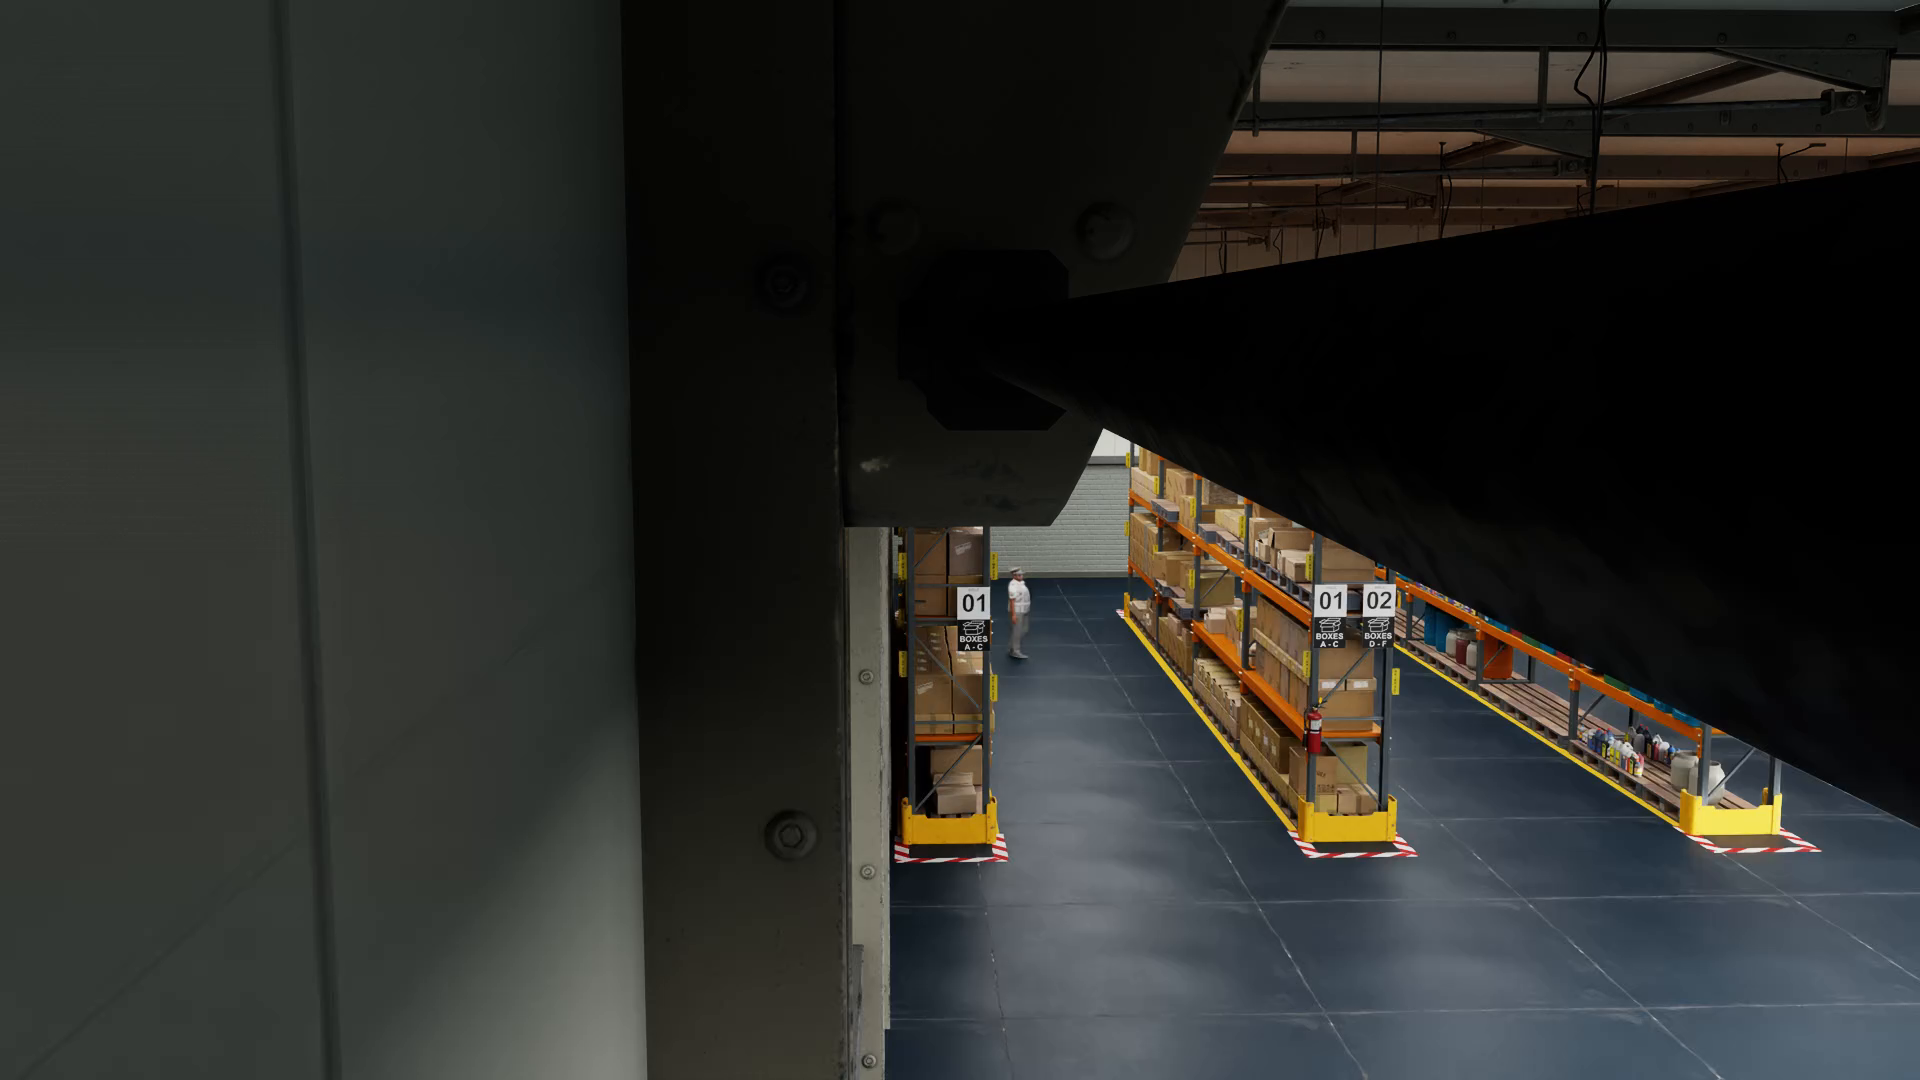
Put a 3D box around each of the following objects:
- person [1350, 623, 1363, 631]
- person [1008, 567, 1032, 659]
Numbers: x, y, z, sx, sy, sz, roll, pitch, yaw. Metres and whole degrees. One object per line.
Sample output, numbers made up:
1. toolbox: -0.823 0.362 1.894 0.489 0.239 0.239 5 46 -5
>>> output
1. person: 7.738 1.419 32.291 0.444 1.536 0.953 0 7 2
2. person: 1.119 1.379 31.917 0.473 1.776 0.610 4 8 27
